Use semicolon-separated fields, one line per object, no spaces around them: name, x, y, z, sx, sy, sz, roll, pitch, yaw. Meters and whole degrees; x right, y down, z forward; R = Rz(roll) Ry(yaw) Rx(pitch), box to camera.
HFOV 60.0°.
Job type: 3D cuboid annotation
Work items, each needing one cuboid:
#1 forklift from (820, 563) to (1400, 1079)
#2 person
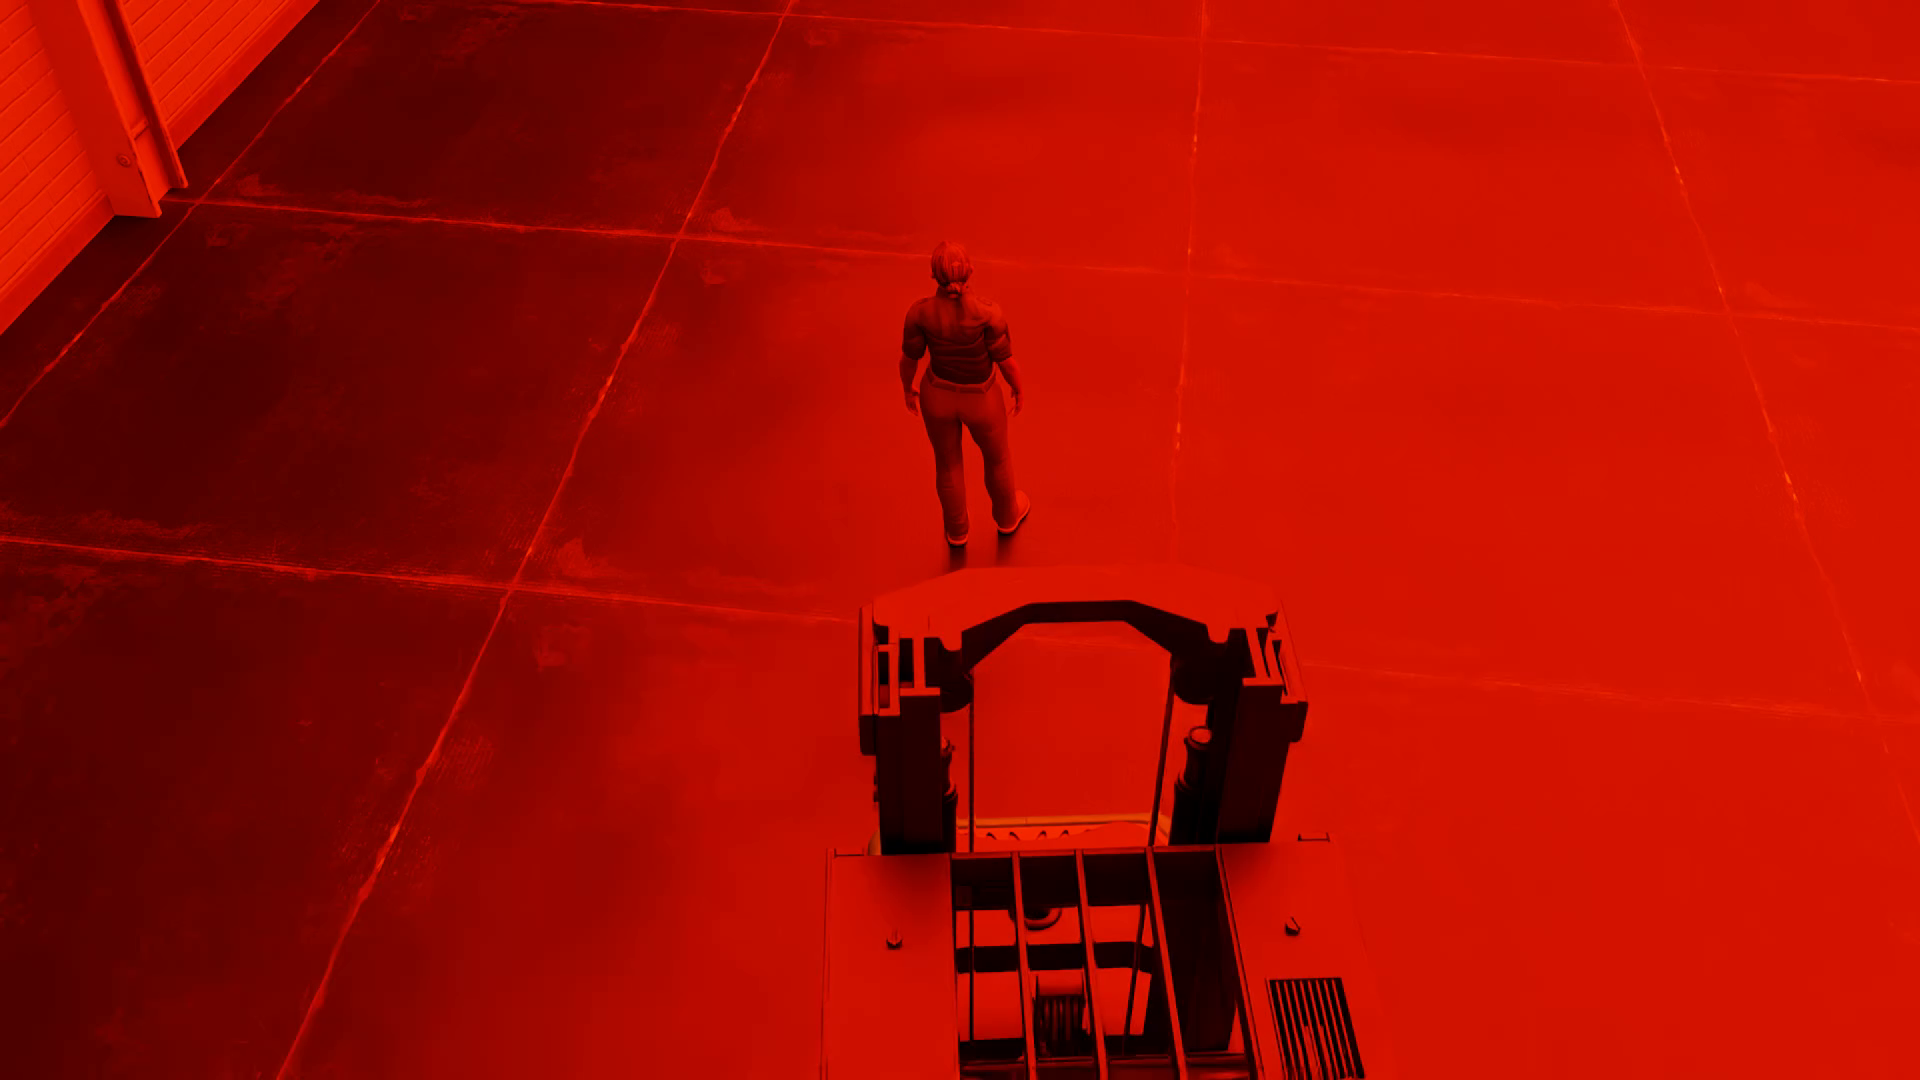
forklift;0.271;1.597;3.986;1.130;2.935;3.031;-2;43;-2
person;0.032;-0.671;7.388;0.569;1.654;0.504;5;43;6
